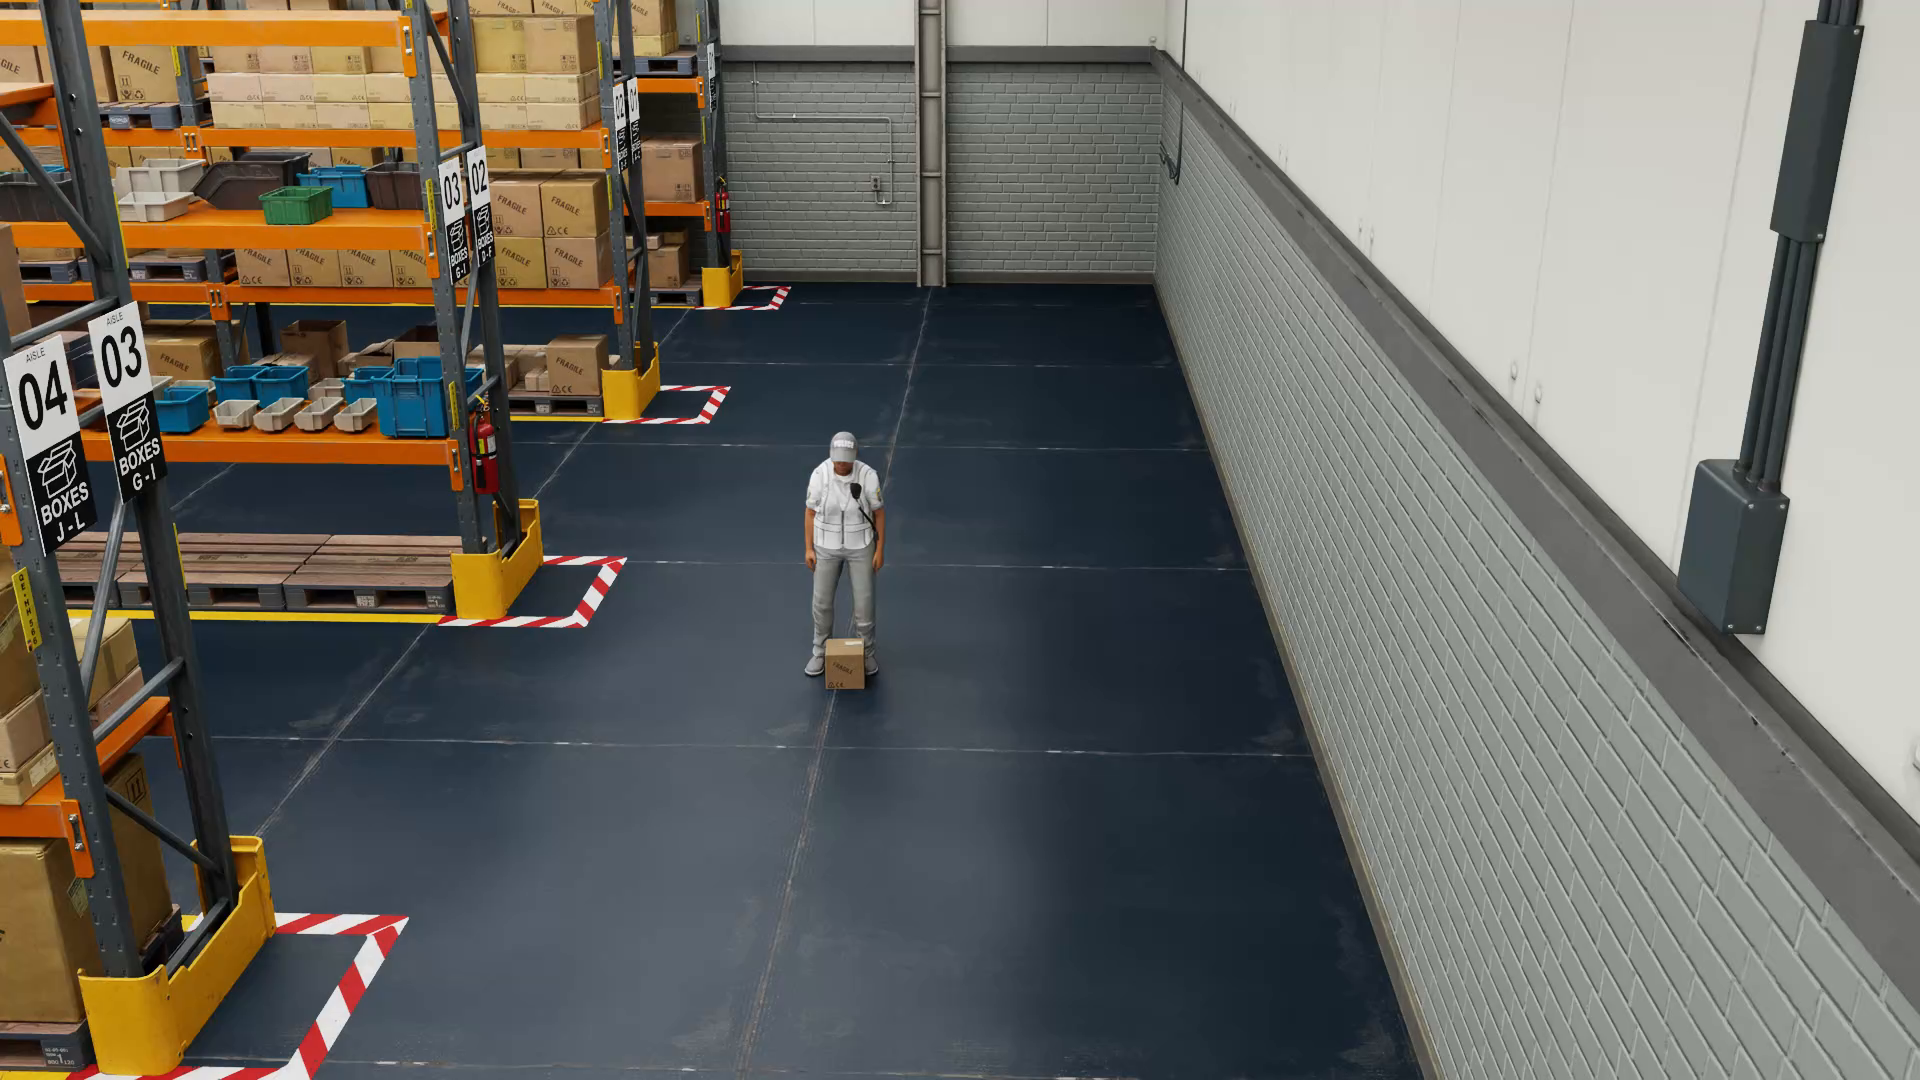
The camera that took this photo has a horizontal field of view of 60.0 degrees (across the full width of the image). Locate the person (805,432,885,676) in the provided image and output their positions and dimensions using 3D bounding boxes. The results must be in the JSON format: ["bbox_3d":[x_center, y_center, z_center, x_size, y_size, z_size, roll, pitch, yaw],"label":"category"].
[{"bbox_3d":[-0.761,0.075,10.874,0.541,1.666,0.468,1,21,2],"label":"person"}]
